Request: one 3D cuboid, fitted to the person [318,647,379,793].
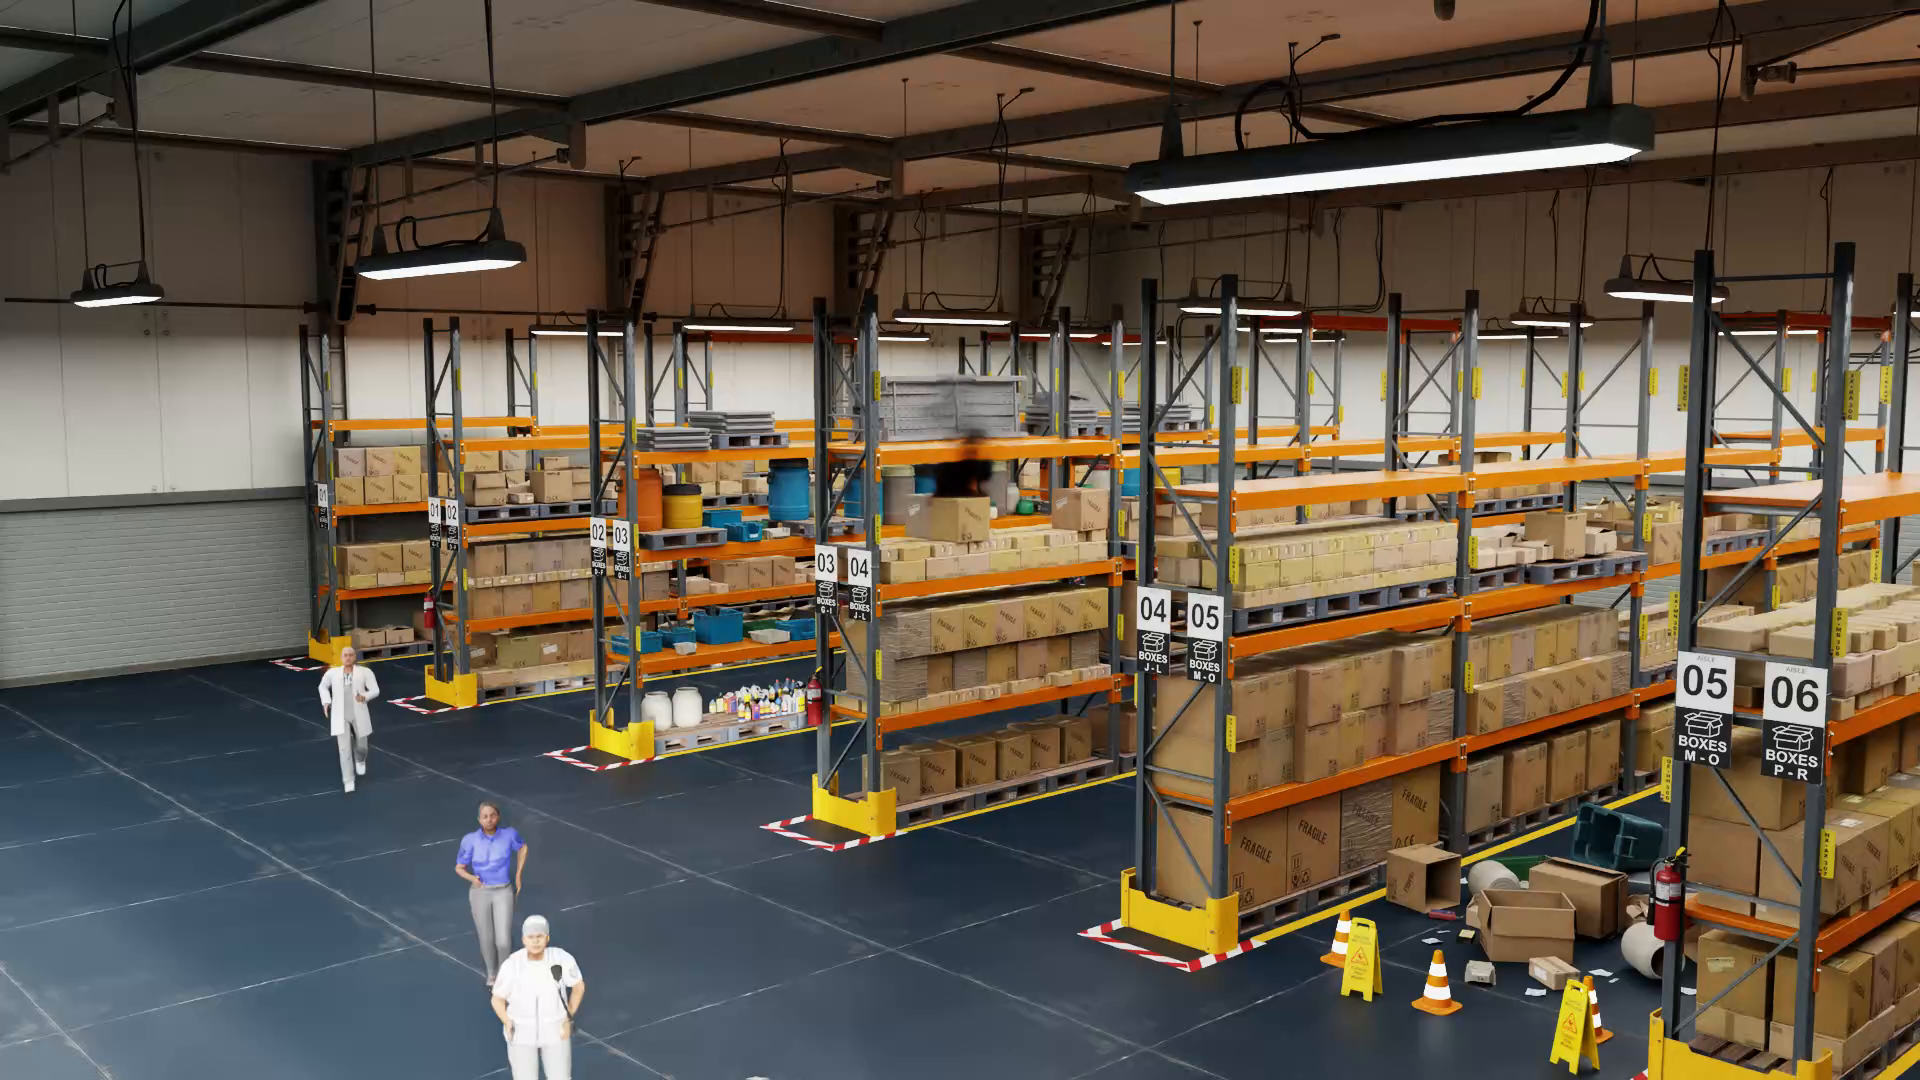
[{"bbox_3d":[-7.601,2.199,20.709,0.718,1.751,0.969,-2,6,-19],"label":"person"}]

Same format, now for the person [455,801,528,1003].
[{"bbox_3d":[-3.857,2.977,13.701,0.562,1.686,0.708,-1,6,-11],"label":"person"}]

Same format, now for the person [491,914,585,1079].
[{"bbox_3d":[-2.767,3.261,10.927,0.603,1.617,0.571,-1,6,-13],"label":"person"}]
